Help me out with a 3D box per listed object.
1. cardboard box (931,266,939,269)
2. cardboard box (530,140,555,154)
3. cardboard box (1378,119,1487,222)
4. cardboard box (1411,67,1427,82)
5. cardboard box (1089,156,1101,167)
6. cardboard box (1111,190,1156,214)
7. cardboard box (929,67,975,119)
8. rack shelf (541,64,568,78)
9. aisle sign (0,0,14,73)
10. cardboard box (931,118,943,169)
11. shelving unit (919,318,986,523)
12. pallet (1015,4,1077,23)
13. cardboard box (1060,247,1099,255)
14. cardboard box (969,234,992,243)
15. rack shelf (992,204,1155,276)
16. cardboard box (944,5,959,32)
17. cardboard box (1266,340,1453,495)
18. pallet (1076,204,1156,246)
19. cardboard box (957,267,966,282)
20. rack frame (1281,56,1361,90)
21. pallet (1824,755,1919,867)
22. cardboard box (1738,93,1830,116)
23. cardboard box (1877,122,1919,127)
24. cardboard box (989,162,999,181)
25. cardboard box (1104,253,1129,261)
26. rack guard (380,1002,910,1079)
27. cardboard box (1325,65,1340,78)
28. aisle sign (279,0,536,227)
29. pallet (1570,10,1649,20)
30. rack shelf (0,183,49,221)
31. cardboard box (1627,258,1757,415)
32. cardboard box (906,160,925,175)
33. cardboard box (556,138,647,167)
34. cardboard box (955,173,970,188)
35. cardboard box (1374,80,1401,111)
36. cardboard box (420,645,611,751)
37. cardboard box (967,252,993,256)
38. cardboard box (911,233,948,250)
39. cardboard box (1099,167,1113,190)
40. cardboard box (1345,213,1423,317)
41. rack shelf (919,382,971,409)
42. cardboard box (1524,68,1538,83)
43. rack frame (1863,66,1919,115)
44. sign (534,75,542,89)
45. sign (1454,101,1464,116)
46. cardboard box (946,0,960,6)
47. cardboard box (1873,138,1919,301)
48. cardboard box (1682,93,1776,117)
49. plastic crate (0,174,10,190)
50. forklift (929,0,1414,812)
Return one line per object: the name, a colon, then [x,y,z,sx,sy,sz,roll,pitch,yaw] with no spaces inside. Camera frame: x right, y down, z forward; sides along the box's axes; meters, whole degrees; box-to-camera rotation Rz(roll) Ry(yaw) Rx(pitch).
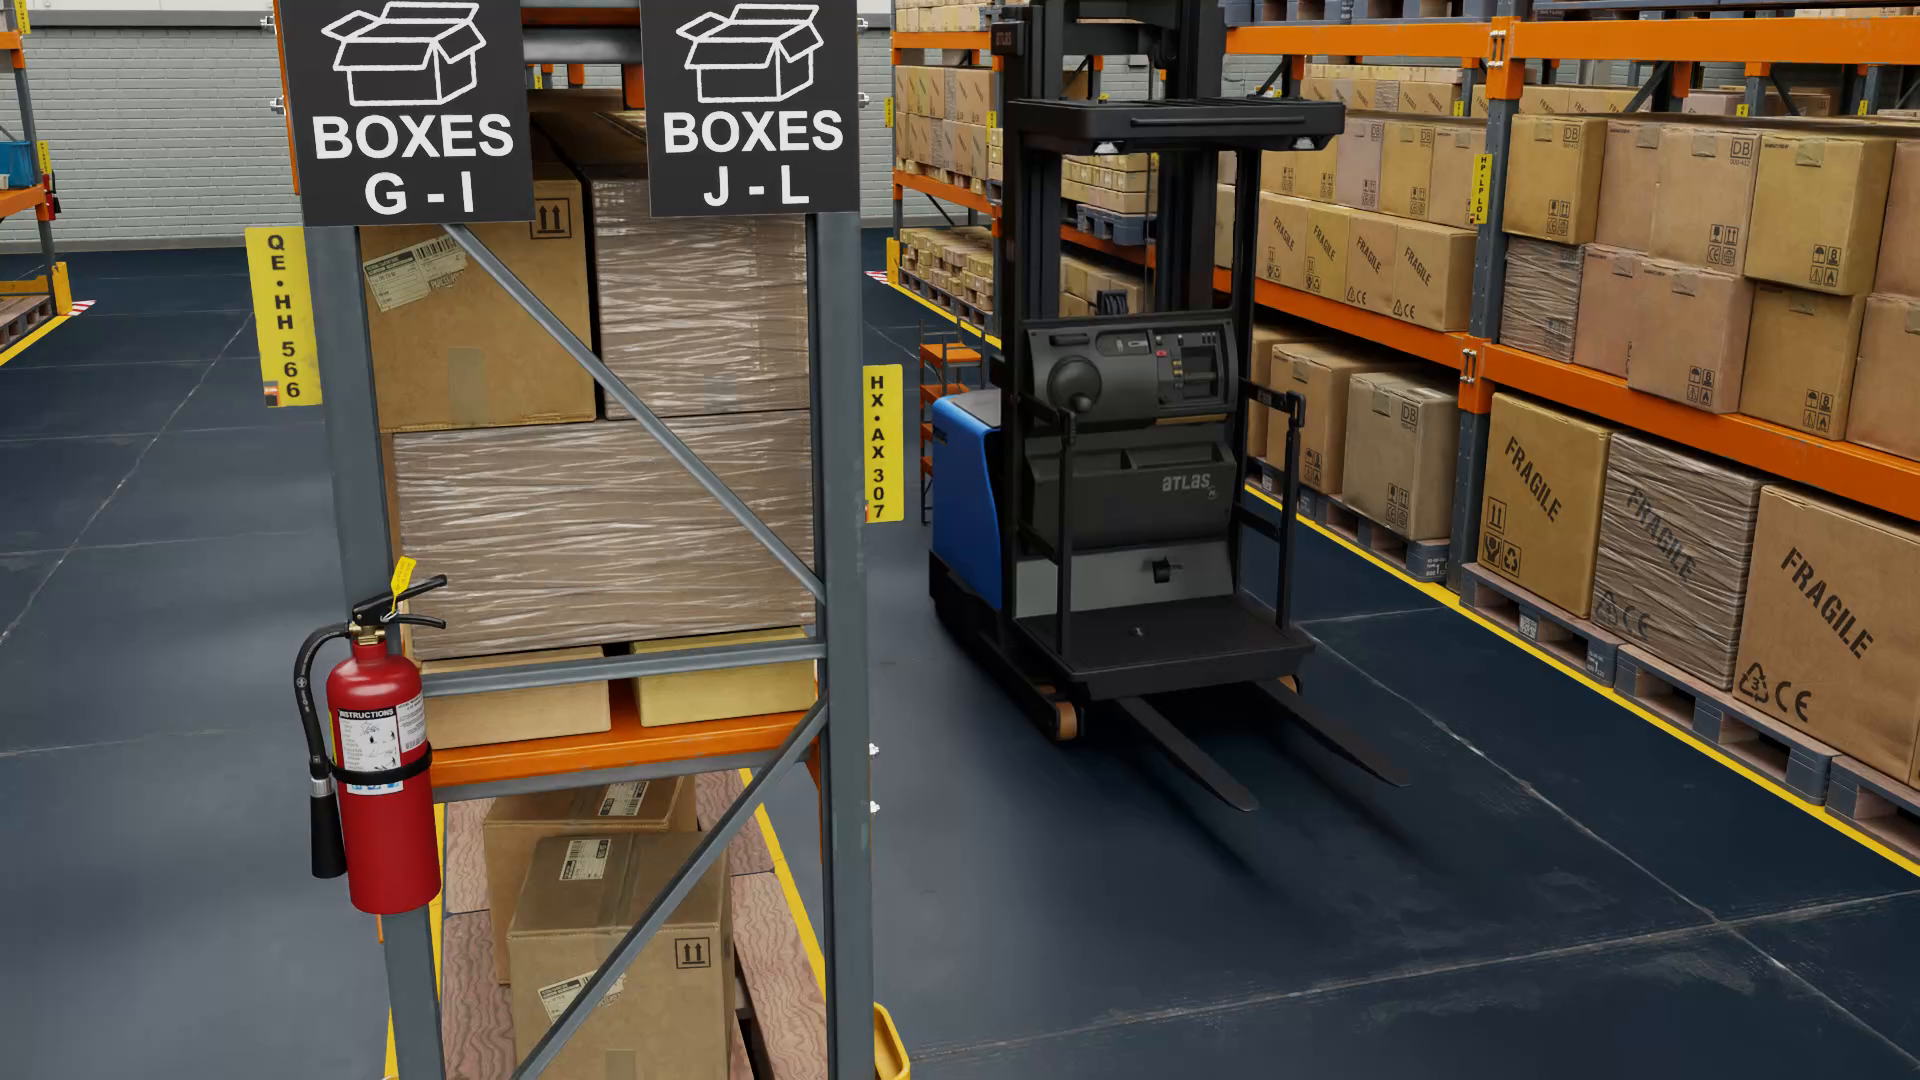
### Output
cardboard box: [-0.099,-2.915,18.168,0.380,0.149,0.250,-5,17,-15]
cardboard box: [-1.353,-0.814,4.520,0.500,0.500,0.500,-5,17,-15]
cardboard box: [2.726,-2.012,9.026,0.700,0.500,0.500,-5,17,-16]
cardboard box: [5.039,-4.956,17.698,0.380,0.149,0.250,-5,17,-16]
cardboard box: [1.197,-2.920,12.632,0.380,0.149,0.250,-4,17,-14]
cardboard box: [1.334,-2.494,12.248,0.380,0.149,0.250,-4,17,-14]
cardboard box: [-0.009,-4.625,17.205,0.500,0.500,0.500,-5,18,-17]
rack shelf: [-3.435,-3.594,12.240,1.077,0.370,4.000,-5,17,-15]
aisle sign: [-9.584,-5.058,16.559,0.394,0.787,0.004,-5,17,-15]
cardboard box: [0.011,-4.147,17.354,0.500,0.500,0.500,-5,17,-17]
shelving unit: [-0.045,-0.620,9.432,0.258,1.200,0.503,-5,17,-15]
pallet: [1.168,-4.300,13.667,1.213,0.211,1.003,-5,17,-15]
cardboard box: [0.910,-2.410,14.574,0.500,0.250,0.500,-4,17,-14]
cardboard box: [0.320,-3.308,18.442,0.380,0.149,0.250,-5,18,-17]
rack shelf: [1.362,-2.522,13.884,1.077,0.370,4.000,-5,17,-15]
cardboard box: [0.152,-5.178,16.523,0.500,0.250,0.500,-5,17,-16]
cardboard box: [2.492,-0.762,9.956,1.050,0.750,0.750,-5,17,-15]
pallet: [1.613,-2.410,12.594,1.213,0.211,1.003,-5,17,-15]
cardboard box: [0.180,-2.752,17.110,0.380,0.149,0.250,-4,17,-14]
rack frame: [4.445,-4.945,20.701,1.000,3.000,0.127,-5,17,-15]
pallet: [3.815,1.020,5.689,1.003,0.211,1.213,-5,17,-15]
cardboard box: [6.743,-3.415,13.695,0.500,0.500,0.500,-5,18,-17]
cardboard box: [6.847,-2.691,11.776,0.500,0.500,0.500,-4,17,-14]
cardboard box: [0.478,-3.355,15.114,0.380,0.149,0.250,-6,18,-18]
cardboard box: [1.547,-2.308,14.234,0.500,0.250,0.500,-6,18,-18]
rack guard: [-0.707,1.440,3.789,1.175,0.500,0.348,-5,17,-15]
cardboard box: [4.467,-5.443,19.320,0.380,0.149,0.250,-5,18,-17]
aisle sign: [-0.958,-0.940,2.849,0.394,0.787,0.004,-5,17,-15]
pallet: [6.105,-4.562,14.538,1.003,0.211,1.213,-4,17,-13]
rack shelf: [-9.296,-2.872,15.051,1.077,0.370,4.000,-5,17,-15]
cardboard box: [3.332,-0.868,6.868,0.875,0.550,0.550,-5,17,-15]
cardboard box: [-0.381,-4.144,18.472,0.380,0.149,0.250,-5,17,-17]
cardboard box: [-0.845,-0.856,4.659,0.500,0.500,0.500,-5,17,-15]
cardboard box: [0.167,-3.647,16.816,0.380,0.149,0.250,-5,18,-18]
cardboard box: [4.868,-4.755,18.157,0.500,0.500,0.500,-4,17,-15]
cardboard box: [-0.963,0.322,3.604,0.380,0.149,0.250,-5,17,-15]
cardboard box: [0.284,-2.832,16.857,0.380,0.149,0.250,-4,17,-13]
cardboard box: [-0.332,-3.328,18.510,0.380,0.149,0.250,-5,17,-15]
cardboard box: [1.263,-2.711,12.452,0.380,0.149,0.250,-4,17,-13]
cardboard box: [2.472,-1.518,9.116,0.500,0.500,0.500,-5,17,-16]
rack shelf: [-0.045,-0.770,9.387,0.258,0.148,0.480,-5,17,-15]
cardboard box: [5.707,-4.784,17.125,0.380,0.149,0.250,-5,17,-16]
rack frame: [10.316,-4.232,18.328,1.000,3.000,0.127,-5,17,-15]
sign: [-4.558,-4.869,18.022,0.100,0.325,0.005,-5,17,-15]
sign: [5.011,-4.247,16.735,0.100,0.325,0.005,-5,17,-15]
cardboard box: [0.162,-5.420,16.459,0.500,0.250,0.500,-4,17,-13]
cardboard box: [3.782,-1.105,5.780,0.875,0.550,0.550,-5,17,-15]
cardboard box: [6.250,-3.382,13.584,0.500,0.500,0.500,-5,17,-17]
plastic crate: [-9.448,-3.461,16.115,0.396,0.136,0.243,-5,17,-15]
forklift: [0.797,-0.717,6.744,1.130,2.935,3.031,-5,18,-18]
